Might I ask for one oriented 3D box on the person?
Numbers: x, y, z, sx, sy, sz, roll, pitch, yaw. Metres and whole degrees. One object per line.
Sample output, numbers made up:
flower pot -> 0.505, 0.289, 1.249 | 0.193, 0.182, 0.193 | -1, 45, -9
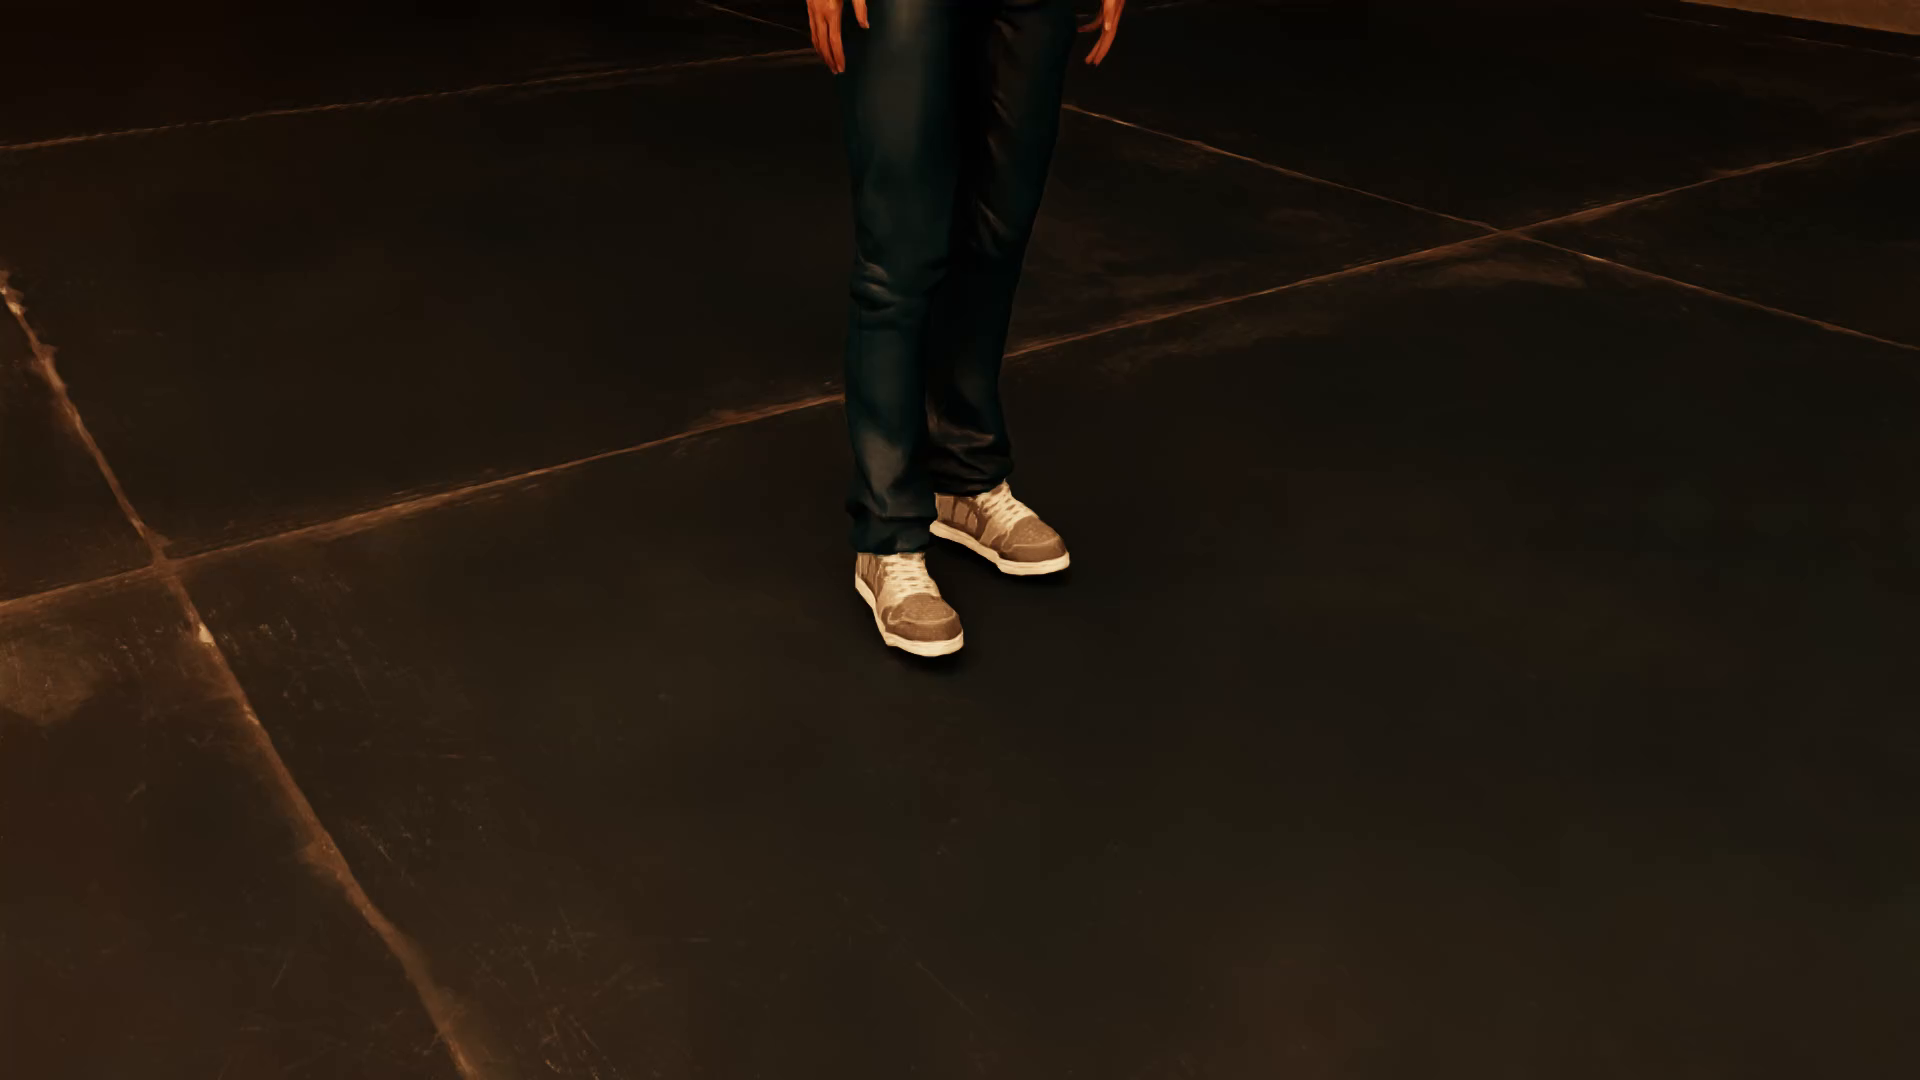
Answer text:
person -> 0.031, -0.689, 2.077 | 0.520, 1.597, 0.474 | -17, 31, -31
